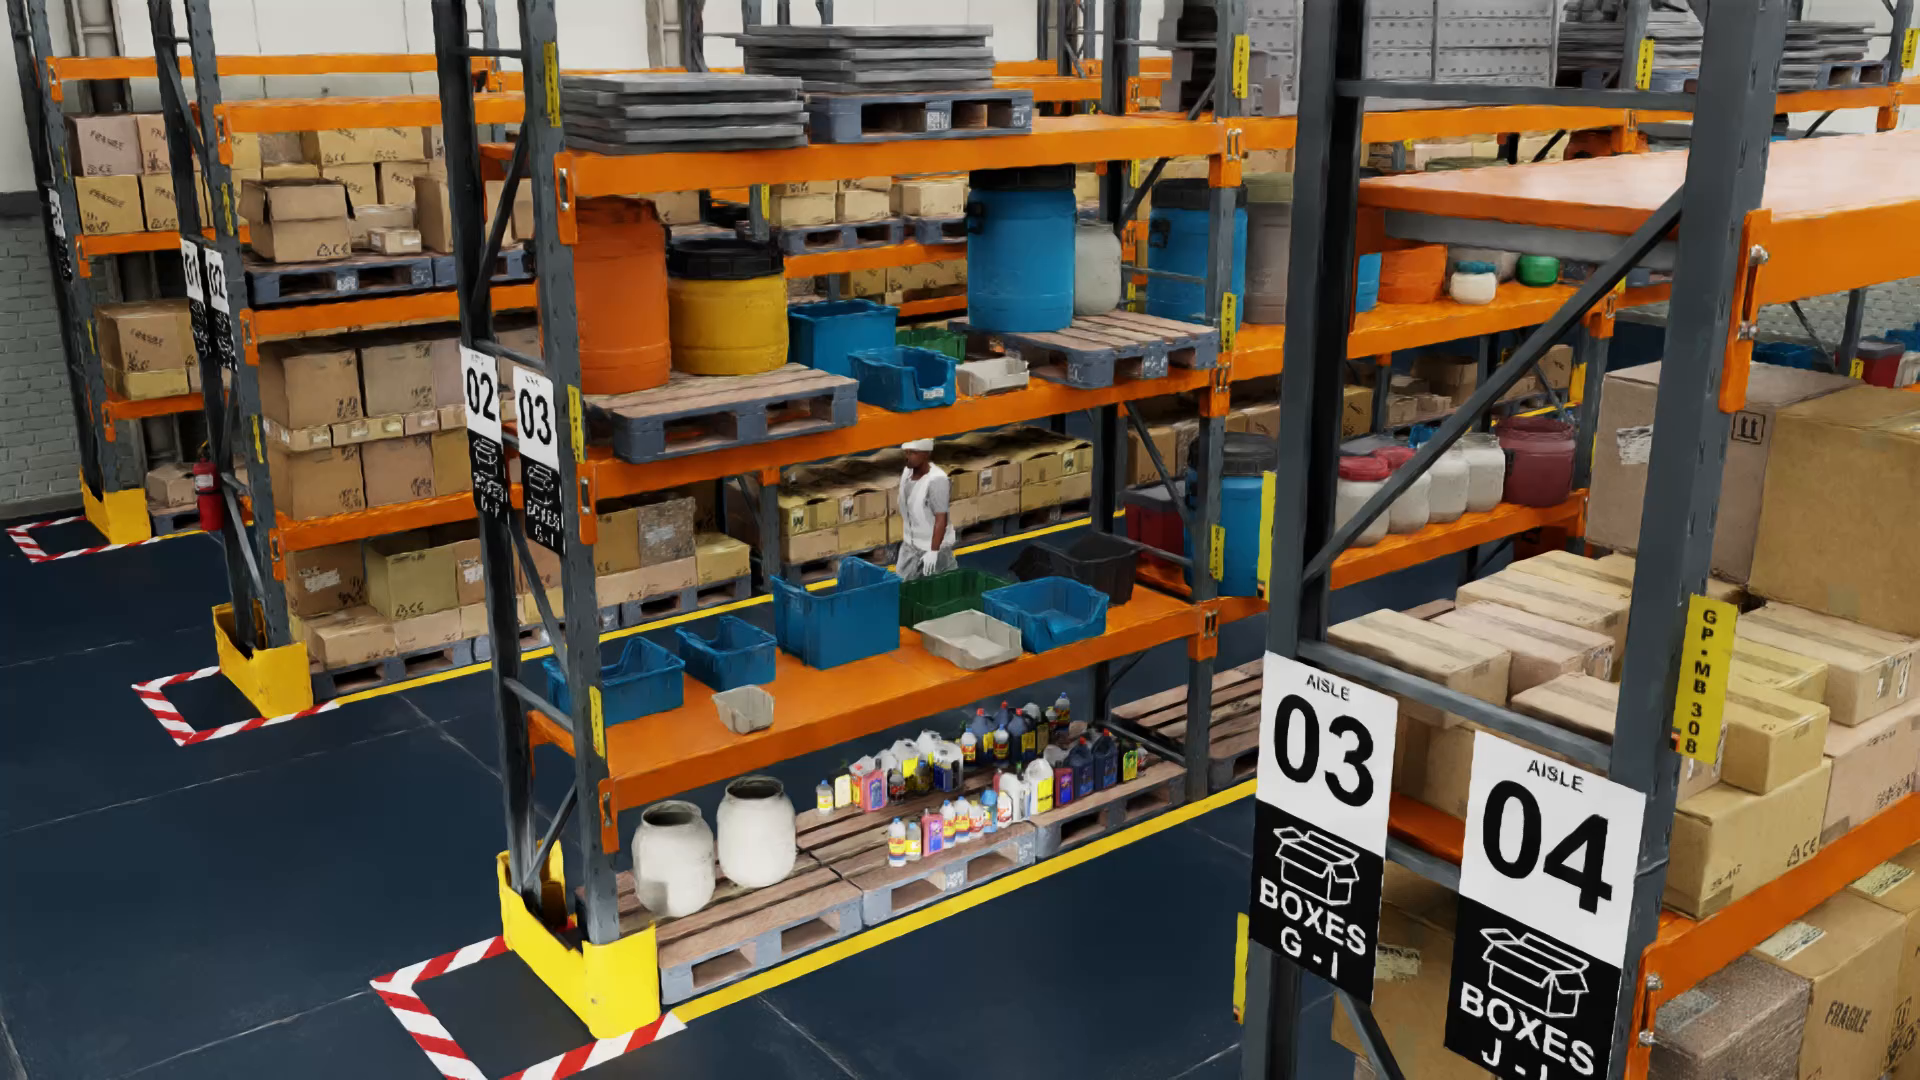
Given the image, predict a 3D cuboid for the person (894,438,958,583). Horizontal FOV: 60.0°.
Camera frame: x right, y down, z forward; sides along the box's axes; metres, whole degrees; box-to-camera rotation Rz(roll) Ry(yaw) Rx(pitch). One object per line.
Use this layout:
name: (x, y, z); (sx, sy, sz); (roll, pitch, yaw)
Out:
person: (-0.306, 0.026, 12.434); (0.992, 1.727, 0.584); (-14, 22, -37)
